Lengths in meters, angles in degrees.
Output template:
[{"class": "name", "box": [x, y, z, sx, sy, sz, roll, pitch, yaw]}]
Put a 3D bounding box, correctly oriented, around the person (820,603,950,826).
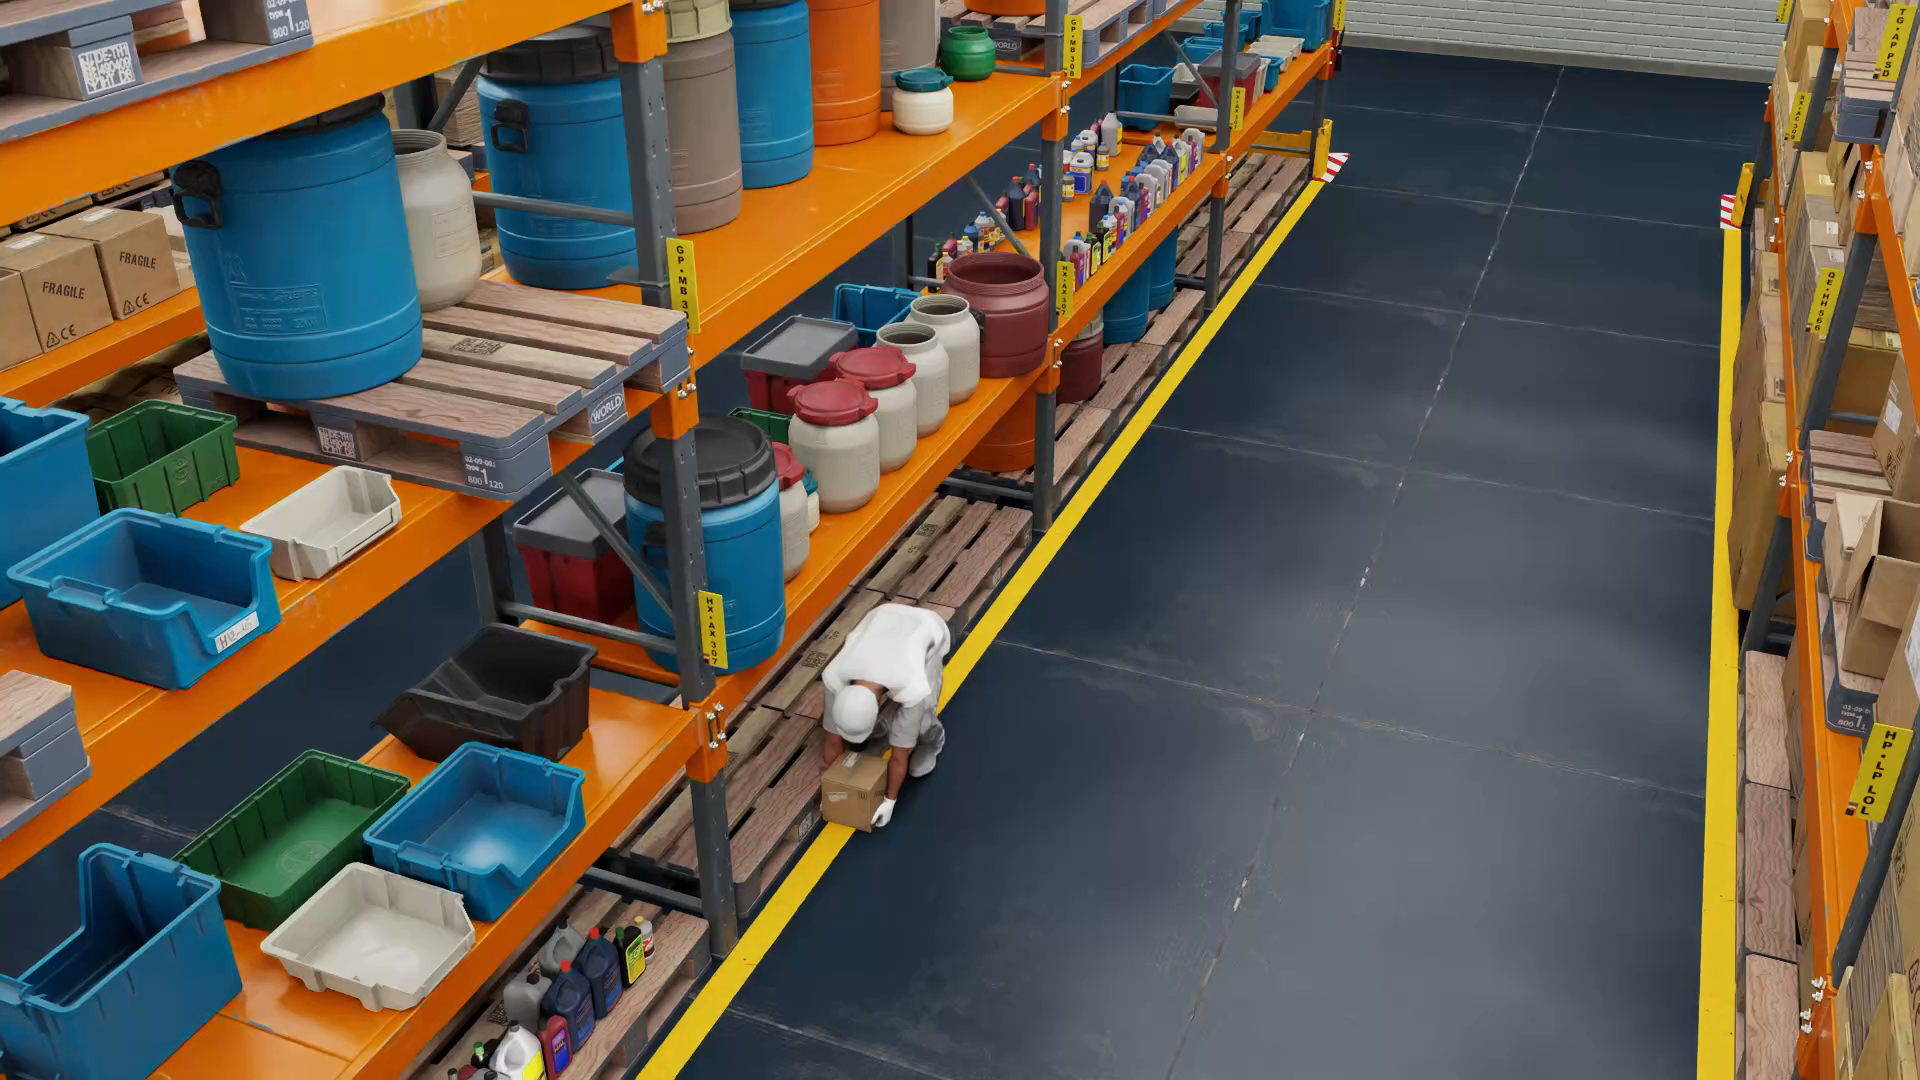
[{"class": "person", "box": [-0.347, 0.807, 7.954, 0.538, 0.839, 0.991, 11, 31, 18]}]
